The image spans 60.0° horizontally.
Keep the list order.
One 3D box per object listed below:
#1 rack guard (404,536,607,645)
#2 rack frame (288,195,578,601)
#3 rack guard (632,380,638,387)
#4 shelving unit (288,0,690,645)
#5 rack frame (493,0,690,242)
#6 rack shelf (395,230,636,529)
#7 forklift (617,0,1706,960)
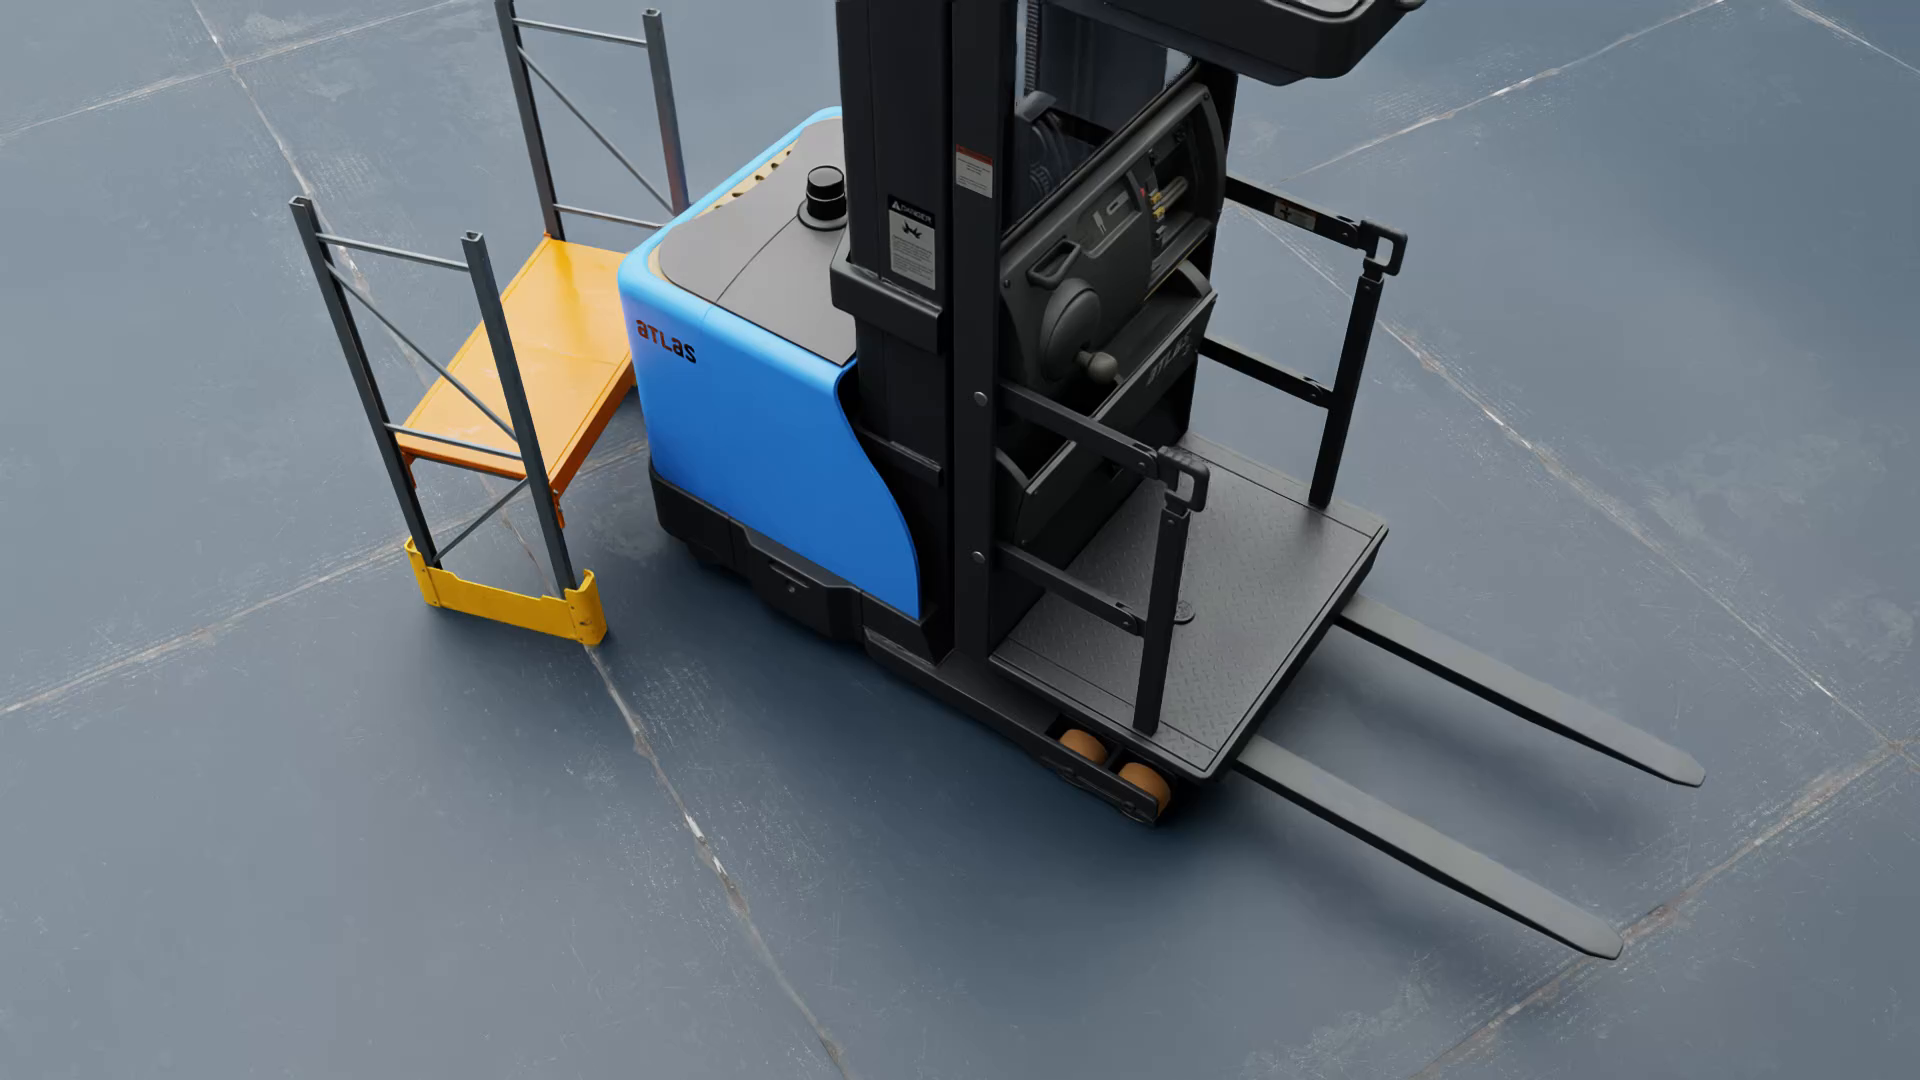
[{"bbox_3d":[-1.350,0.142,4.956,0.587,0.250,0.087,13,50,11],"label":"rack guard"},{"bbox_3d":[-1.356,-0.260,4.477,0.500,1.500,0.032,13,50,11],"label":"rack frame"},{"bbox_3d":[-1.057,-0.569,5.590,0.587,0.250,0.087,13,50,11],"label":"rack guard"},{"bbox_3d":[-1.204,-0.629,4.806,0.587,1.500,1.083,13,50,11],"label":"shelving unit"},{"bbox_3d":[-1.057,-0.986,5.124,0.500,1.500,0.032,13,50,11],"label":"rack frame"},{"bbox_3d":[-1.206,-0.503,4.935,0.538,0.185,1.000,13,50,11],"label":"rack shelf"},{"bbox_3d":[0.550,-0.660,3.875,3.031,2.935,1.130,28,54,23],"label":"forklift"}]
